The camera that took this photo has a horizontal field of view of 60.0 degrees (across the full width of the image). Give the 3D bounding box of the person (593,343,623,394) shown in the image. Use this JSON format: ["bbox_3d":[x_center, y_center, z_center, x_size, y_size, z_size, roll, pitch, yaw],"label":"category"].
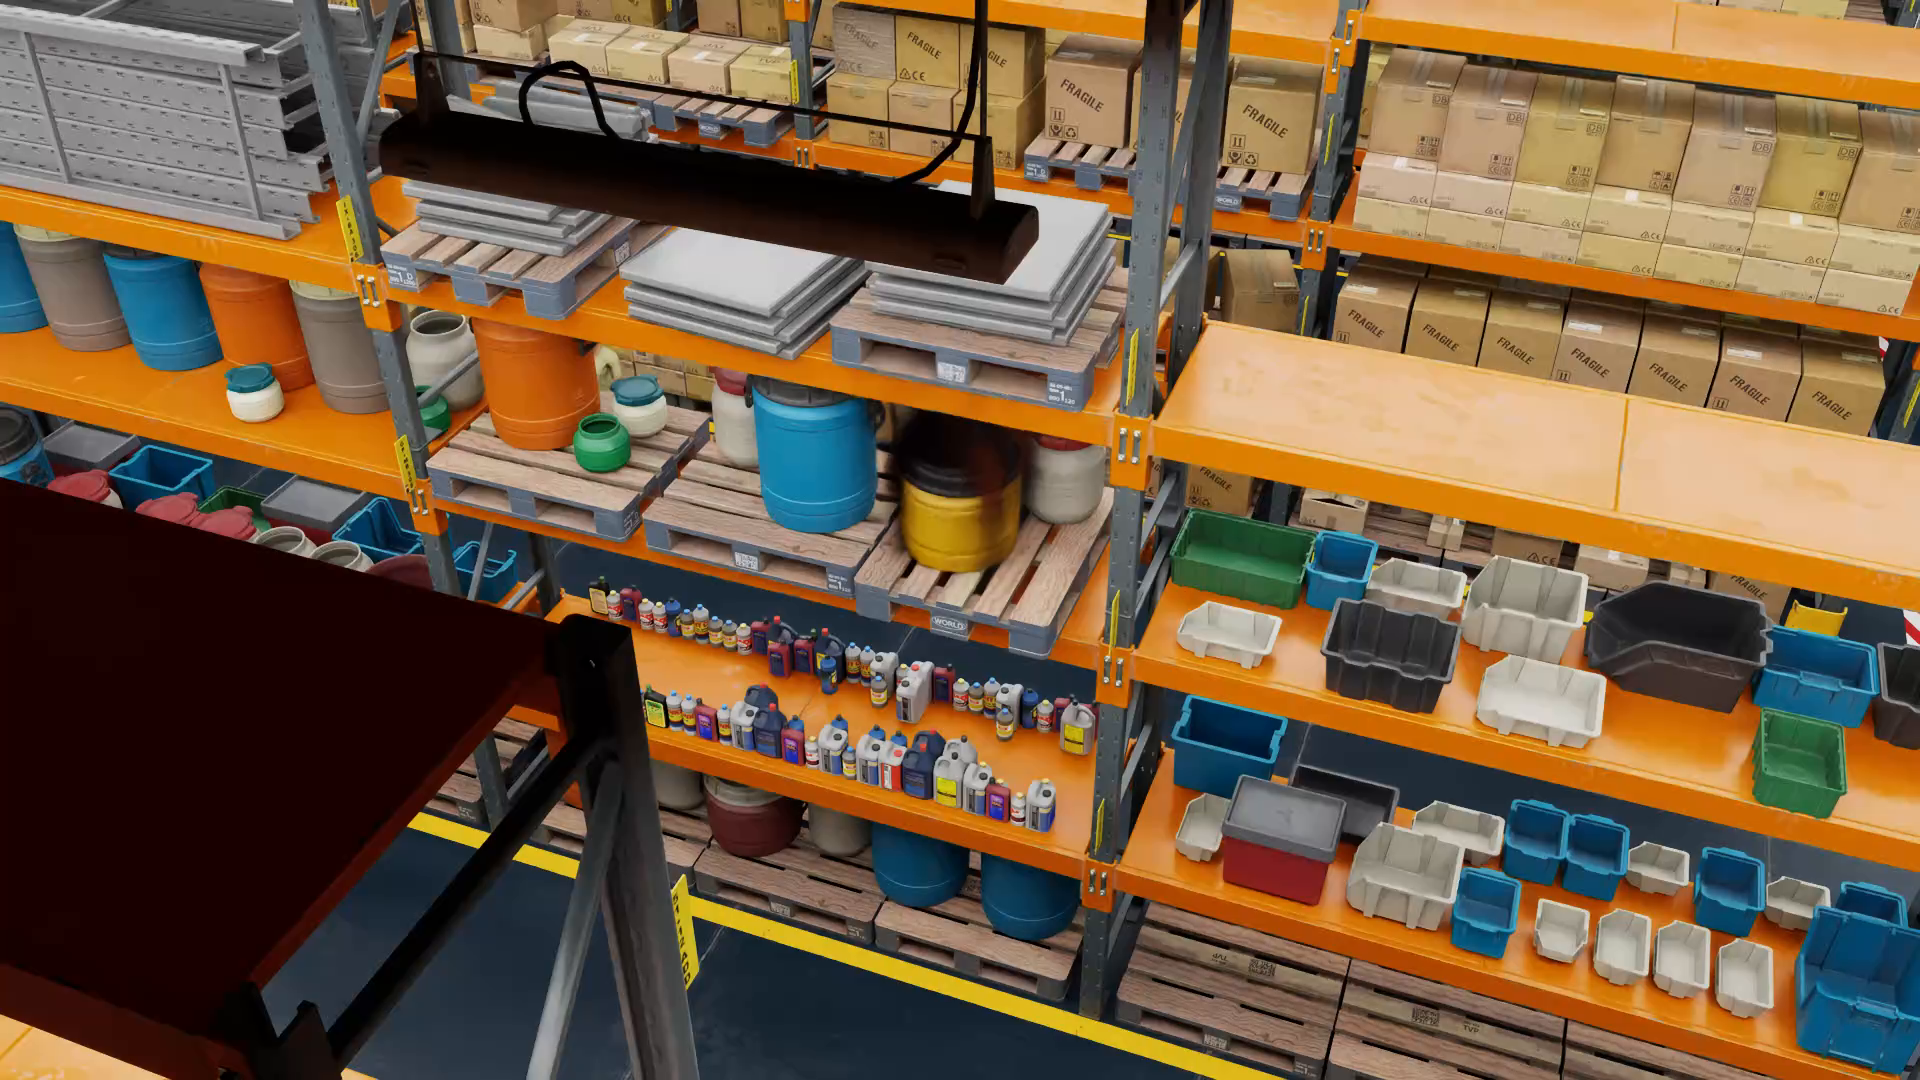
[{"bbox_3d":[-2.904,-1.014,13.395,0.521,1.709,0.373,14,39,18],"label":"person"}]
